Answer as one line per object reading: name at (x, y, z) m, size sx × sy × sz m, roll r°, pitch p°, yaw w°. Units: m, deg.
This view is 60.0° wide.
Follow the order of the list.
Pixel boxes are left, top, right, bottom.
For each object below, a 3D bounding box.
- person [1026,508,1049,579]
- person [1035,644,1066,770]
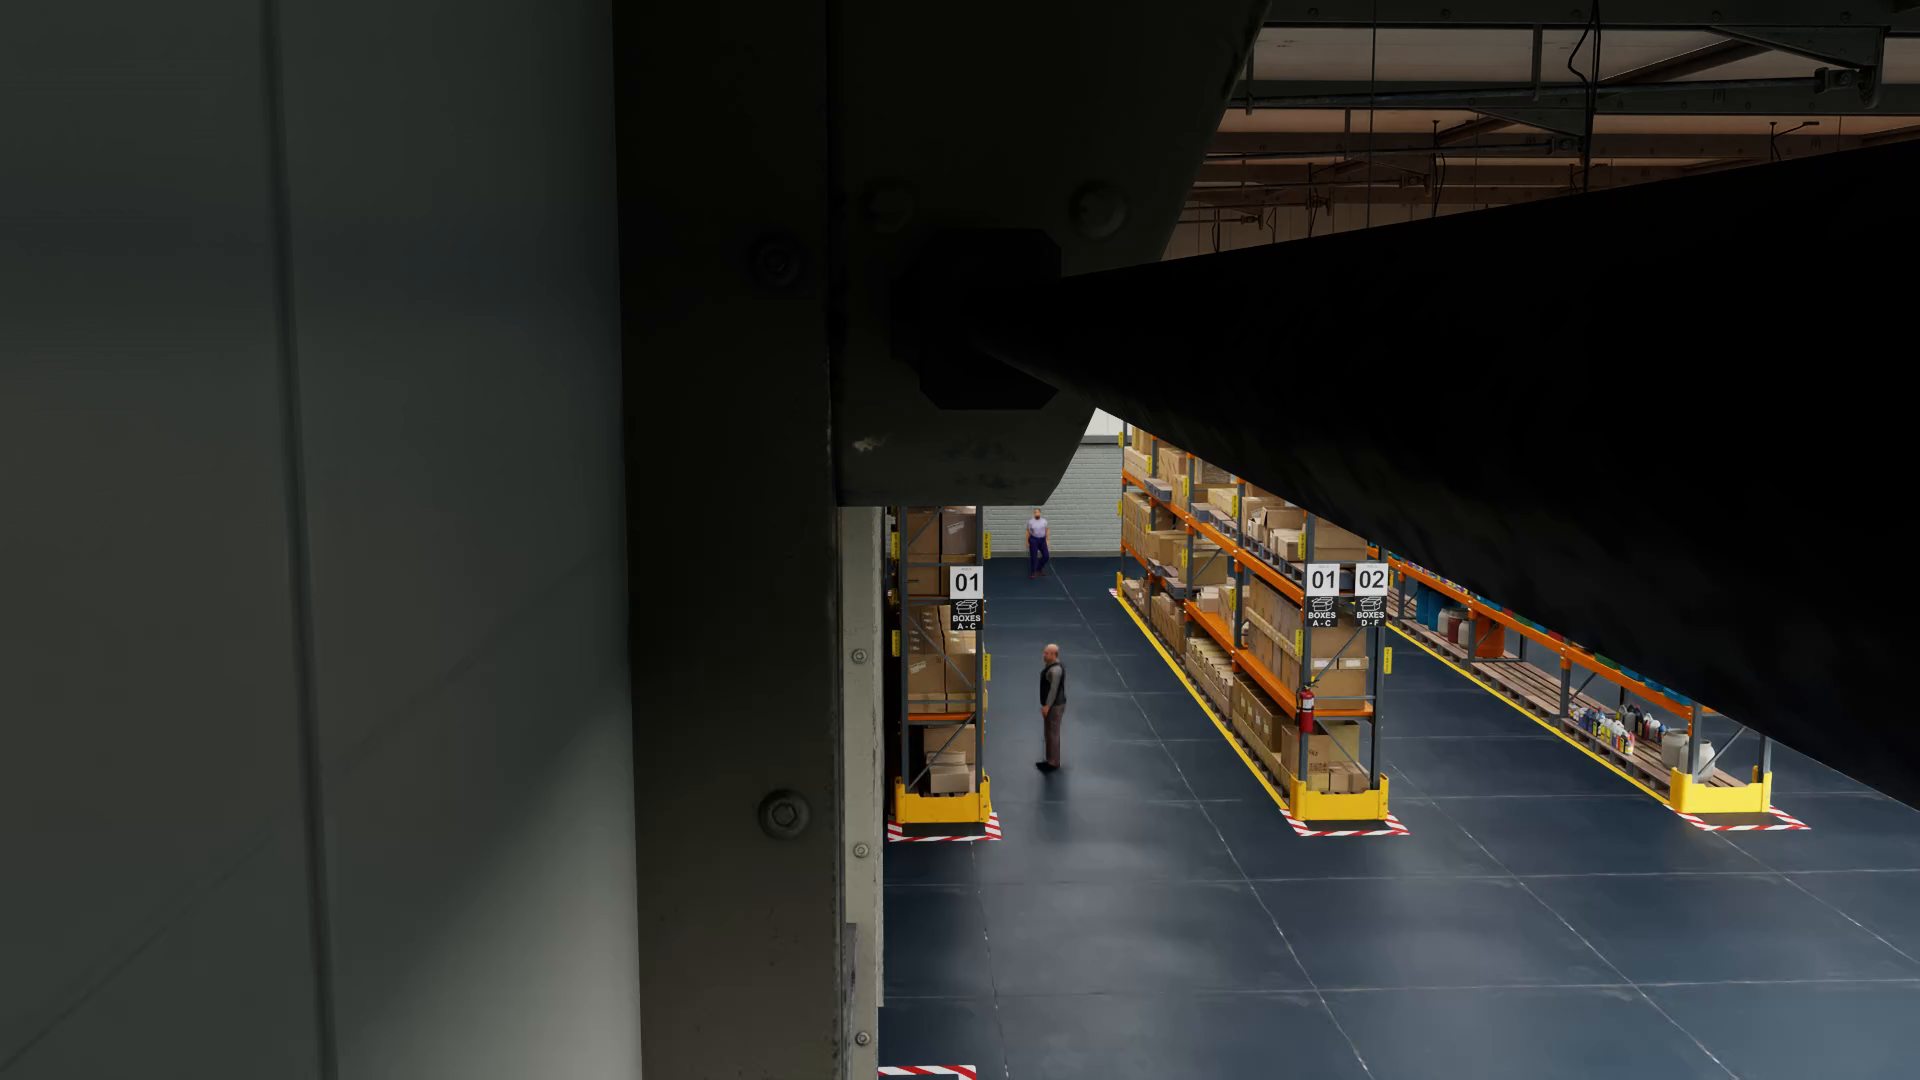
person at (1.808, 0.065, 38.853) m, size 0.527 × 1.655 × 0.422 m, roll -4°, pitch 9°, yaw -27°
person at (1.239, 2.281, 22.788) m, size 0.405 × 1.735 × 0.543 m, roll 0°, pitch 8°, yaw 0°
